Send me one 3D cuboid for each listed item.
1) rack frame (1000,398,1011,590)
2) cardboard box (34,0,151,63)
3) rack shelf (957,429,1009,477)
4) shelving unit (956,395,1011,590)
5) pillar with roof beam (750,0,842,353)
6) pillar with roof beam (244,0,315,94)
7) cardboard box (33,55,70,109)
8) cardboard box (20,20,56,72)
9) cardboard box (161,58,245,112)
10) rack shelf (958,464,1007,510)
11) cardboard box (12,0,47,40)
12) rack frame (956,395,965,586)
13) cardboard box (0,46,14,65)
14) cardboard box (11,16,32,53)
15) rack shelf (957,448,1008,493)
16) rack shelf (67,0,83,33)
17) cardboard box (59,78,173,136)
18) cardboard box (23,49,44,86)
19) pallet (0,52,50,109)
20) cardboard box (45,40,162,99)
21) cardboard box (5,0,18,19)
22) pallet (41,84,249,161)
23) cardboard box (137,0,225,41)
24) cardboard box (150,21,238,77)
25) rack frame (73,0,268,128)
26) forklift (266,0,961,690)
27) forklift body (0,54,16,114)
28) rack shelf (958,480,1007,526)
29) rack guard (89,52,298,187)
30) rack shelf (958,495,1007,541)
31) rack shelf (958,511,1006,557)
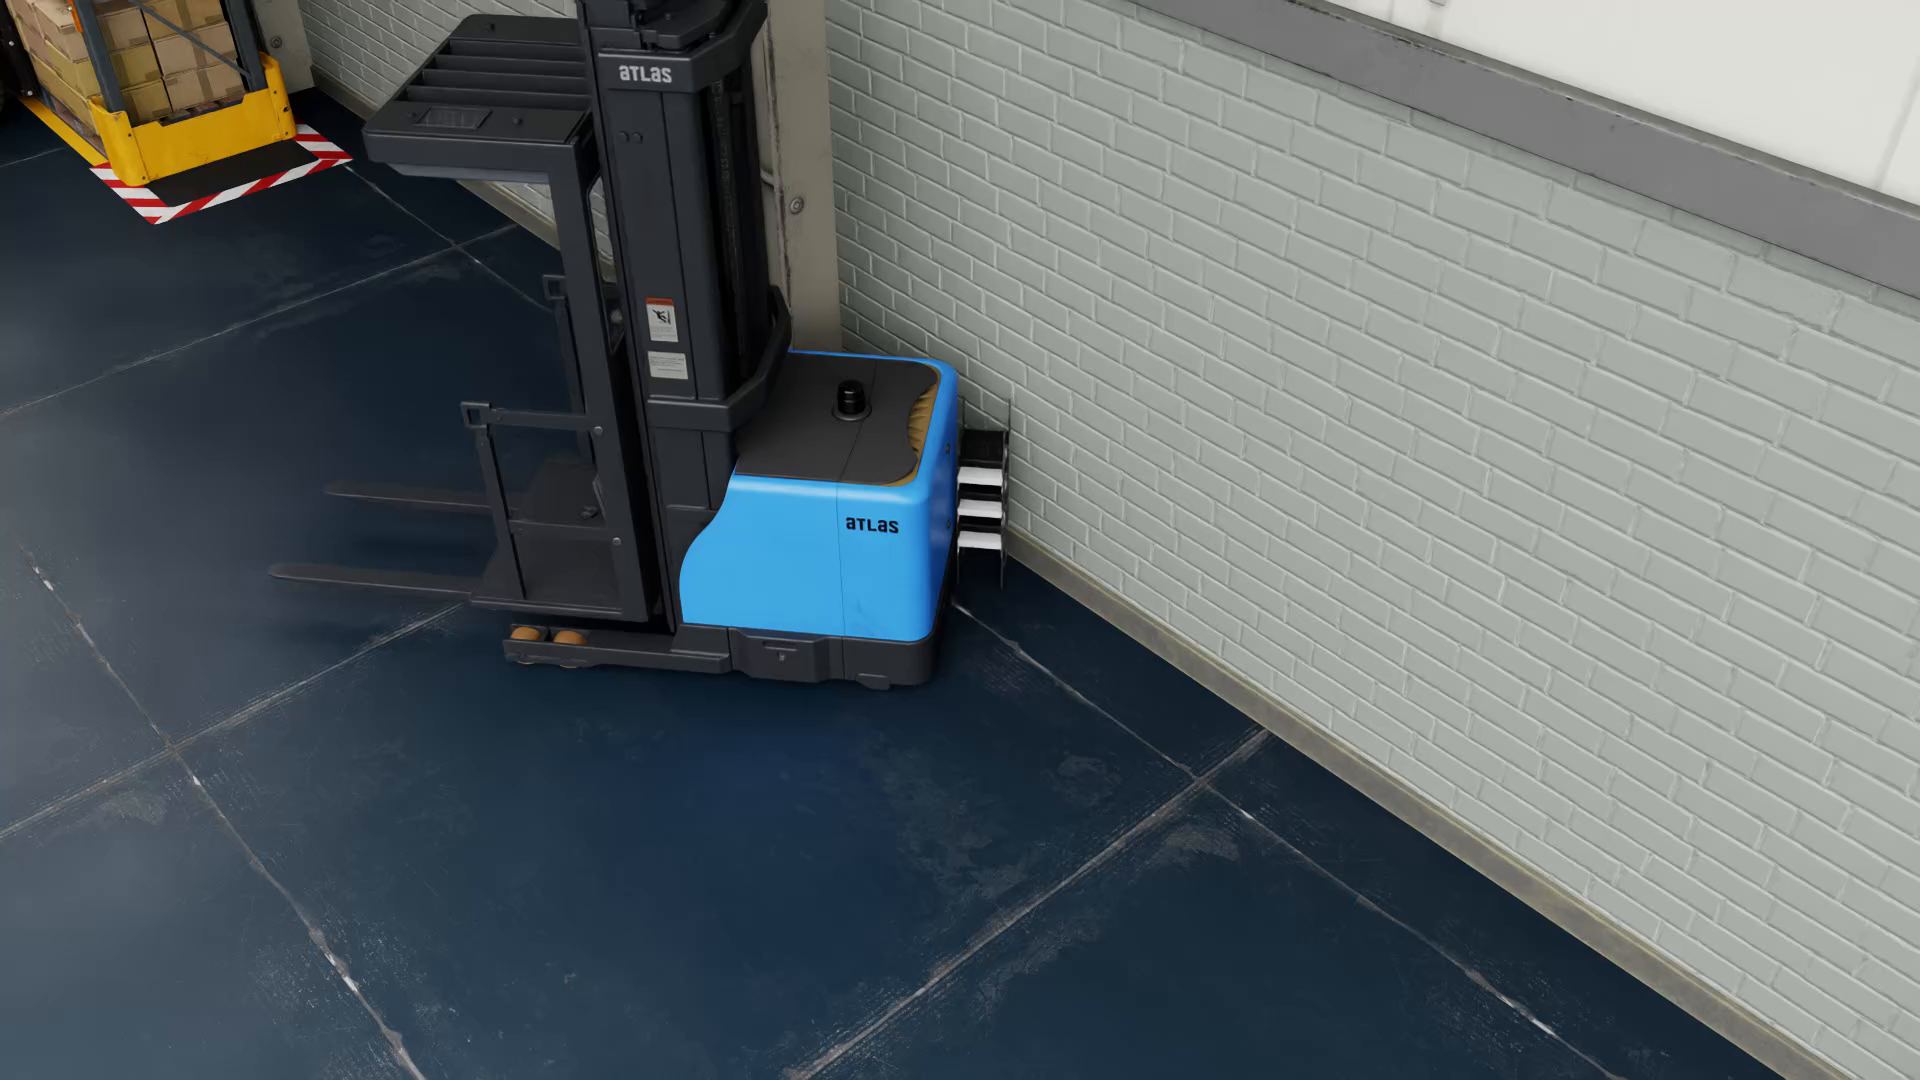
[{"bbox_3d":[0.204,-0.197,7.484,0.006,0.900,0.240,4,39,6],"label":"rack frame"},{"bbox_3d":[-5.619,-3.348,10.775,0.500,0.250,0.500,-28,47,-30],"label":"cardboard box"},{"bbox_3d":[0.104,-0.390,7.346,0.200,0.077,0.258,4,39,6],"label":"rack shelf"},{"bbox_3d":[0.104,-0.205,7.494,0.210,0.900,0.258,4,39,6],"label":"shelving unit"},{"bbox_3d":[-3.998,-2.218,3.542,9.100,9.000,0.400,-30,48,-32],"label":"pillar with roof beam"},{"bbox_3d":[-8.056,-4.995,6.980,9.100,9.000,0.400,-30,48,-32],"label":"pillar with roof beam"},{"bbox_3d":[-5.958,-3.196,11.382,0.500,0.250,0.500,-30,48,-32],"label":"cardboard box"},{"bbox_3d":[-5.969,-3.402,11.239,0.500,0.250,0.500,-30,48,-32],"label":"cardboard box"},{"bbox_3d":[-5.266,-3.189,11.373,0.500,0.250,0.500,-30,48,-32],"label":"cardboard box"},{"bbox_3d":[0.104,-0.249,7.459,0.200,0.077,0.258,4,39,6],"label":"rack shelf"},{"bbox_3d":[-5.969,-3.582,11.064,0.500,0.250,0.500,-29,47,-31],"label":"cardboard box"},{"bbox_3d":[0.003,-0.213,7.504,0.006,0.900,0.240,4,39,6],"label":"rack frame"},{"bbox_3d":[-6.657,-3.662,11.959,0.500,0.250,0.500,-28,47,-30],"label":"cardboard box"},{"bbox_3d":[-6.333,-3.632,11.524,0.500,0.250,0.500,-31,48,-33],"label":"cardboard box"},{"bbox_3d":[0.104,-0.319,7.403,0.200,0.077,0.258,4,39,6],"label":"rack shelf"},{"bbox_3d":[-6.431,-4.431,11.629,1.077,0.370,4.000,-30,48,-32],"label":"rack shelf"},{"bbox_3d":[-5.629,-2.962,11.092,0.500,0.250,0.500,-30,47,-31],"label":"cardboard box"},{"bbox_3d":[-6.290,-3.431,11.673,0.500,0.250,0.500,-29,47,-31],"label":"cardboard box"},{"bbox_3d":[-6.447,-3.601,12.248,1.003,0.211,1.213,-30,48,-32],"label":"pallet"},{"bbox_3d":[-5.638,-3.166,10.946,0.500,0.250,0.500,-31,48,-32],"label":"cardboard box"},{"bbox_3d":[-6.318,-3.811,11.348,0.500,0.250,0.500,-29,47,-31],"label":"cardboard box"},{"bbox_3d":[-5.626,-3.036,11.549,1.003,0.211,1.213,-30,48,-32],"label":"pallet"},{"bbox_3d":[-5.264,-3.571,11.050,0.500,0.250,0.500,-31,48,-32],"label":"cardboard box"},{"bbox_3d":[-5.243,-3.379,11.211,0.500,0.250,0.500,-29,47,-31],"label":"cardboard box"},{"bbox_3d":[-5.078,-3.785,10.257,1.000,3.000,0.127,-30,48,-32],"label":"rack frame"},{"bbox_3d":[-1.554,-0.904,6.745,3.031,2.935,1.130,5,39,6],"label":"forklift"},{"bbox_3d":[-7.704,-3.557,10.650,2.313,2.155,1.214,-30,48,-32],"label":"forklift body"},{"bbox_3d":[0.104,-0.179,7.515,0.200,0.077,0.258,4,39,6],"label":"rack shelf"},{"bbox_3d":[-5.062,-2.801,11.029,1.175,0.500,0.348,-30,48,-32],"label":"rack guard"},{"bbox_3d":[0.104,-0.109,7.571,0.200,0.077,0.258,4,39,6],"label":"rack shelf"},{"bbox_3d":[0.104,-0.038,7.628,0.200,0.077,0.258,4,39,6],"label":"rack shelf"}]
